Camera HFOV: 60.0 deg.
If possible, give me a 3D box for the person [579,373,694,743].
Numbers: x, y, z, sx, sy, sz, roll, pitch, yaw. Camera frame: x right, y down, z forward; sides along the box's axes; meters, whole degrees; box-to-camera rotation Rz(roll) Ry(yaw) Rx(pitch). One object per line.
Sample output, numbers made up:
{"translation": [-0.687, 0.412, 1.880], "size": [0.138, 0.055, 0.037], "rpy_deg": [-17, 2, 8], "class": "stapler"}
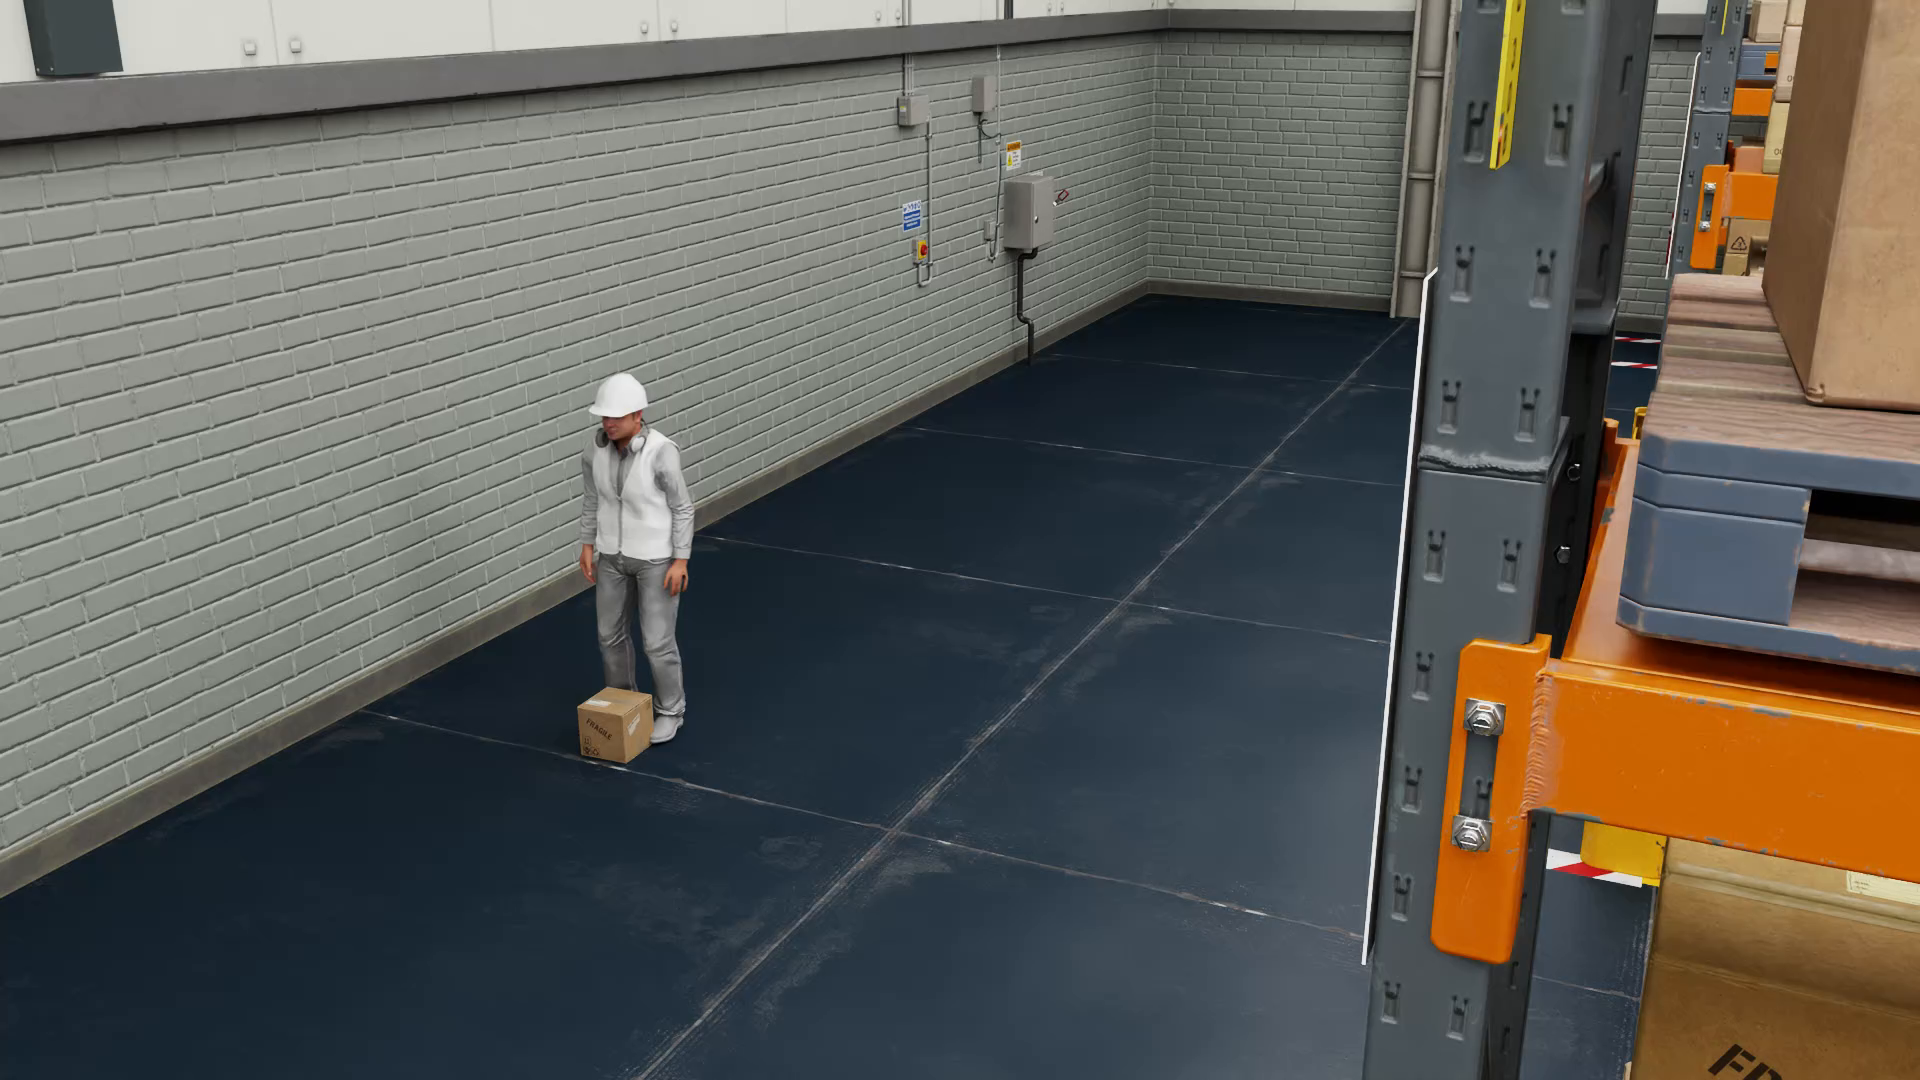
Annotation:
{"translation": [-1.521, 0.075, 7.804], "size": [0.586, 1.771, 0.466], "rpy_deg": [8, 20, 22], "class": "person"}
